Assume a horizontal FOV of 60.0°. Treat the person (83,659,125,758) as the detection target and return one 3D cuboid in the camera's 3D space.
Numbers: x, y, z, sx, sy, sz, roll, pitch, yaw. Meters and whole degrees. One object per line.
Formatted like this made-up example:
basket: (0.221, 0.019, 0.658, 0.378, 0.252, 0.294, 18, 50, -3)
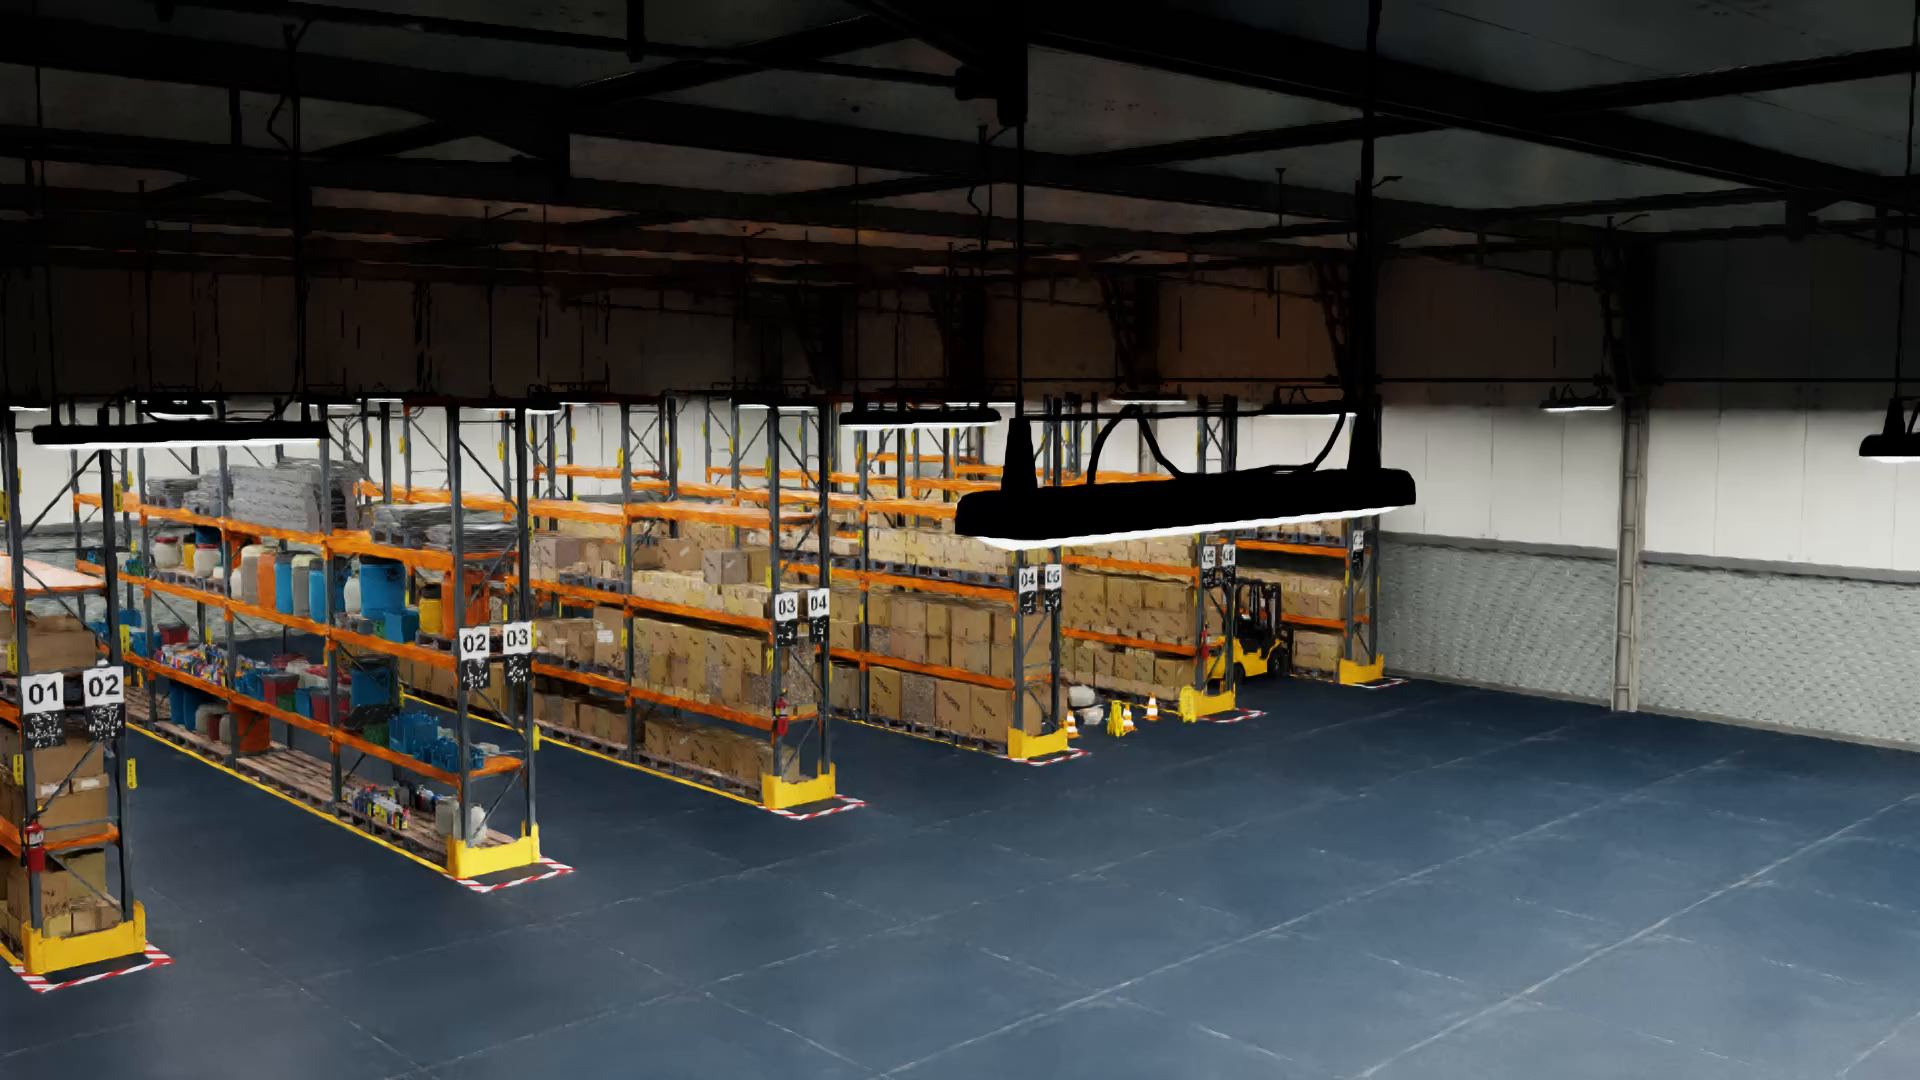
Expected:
person: (-14.261, 2.813, 27.661, 0.719, 1.714, 0.572, -5, 8, -44)
